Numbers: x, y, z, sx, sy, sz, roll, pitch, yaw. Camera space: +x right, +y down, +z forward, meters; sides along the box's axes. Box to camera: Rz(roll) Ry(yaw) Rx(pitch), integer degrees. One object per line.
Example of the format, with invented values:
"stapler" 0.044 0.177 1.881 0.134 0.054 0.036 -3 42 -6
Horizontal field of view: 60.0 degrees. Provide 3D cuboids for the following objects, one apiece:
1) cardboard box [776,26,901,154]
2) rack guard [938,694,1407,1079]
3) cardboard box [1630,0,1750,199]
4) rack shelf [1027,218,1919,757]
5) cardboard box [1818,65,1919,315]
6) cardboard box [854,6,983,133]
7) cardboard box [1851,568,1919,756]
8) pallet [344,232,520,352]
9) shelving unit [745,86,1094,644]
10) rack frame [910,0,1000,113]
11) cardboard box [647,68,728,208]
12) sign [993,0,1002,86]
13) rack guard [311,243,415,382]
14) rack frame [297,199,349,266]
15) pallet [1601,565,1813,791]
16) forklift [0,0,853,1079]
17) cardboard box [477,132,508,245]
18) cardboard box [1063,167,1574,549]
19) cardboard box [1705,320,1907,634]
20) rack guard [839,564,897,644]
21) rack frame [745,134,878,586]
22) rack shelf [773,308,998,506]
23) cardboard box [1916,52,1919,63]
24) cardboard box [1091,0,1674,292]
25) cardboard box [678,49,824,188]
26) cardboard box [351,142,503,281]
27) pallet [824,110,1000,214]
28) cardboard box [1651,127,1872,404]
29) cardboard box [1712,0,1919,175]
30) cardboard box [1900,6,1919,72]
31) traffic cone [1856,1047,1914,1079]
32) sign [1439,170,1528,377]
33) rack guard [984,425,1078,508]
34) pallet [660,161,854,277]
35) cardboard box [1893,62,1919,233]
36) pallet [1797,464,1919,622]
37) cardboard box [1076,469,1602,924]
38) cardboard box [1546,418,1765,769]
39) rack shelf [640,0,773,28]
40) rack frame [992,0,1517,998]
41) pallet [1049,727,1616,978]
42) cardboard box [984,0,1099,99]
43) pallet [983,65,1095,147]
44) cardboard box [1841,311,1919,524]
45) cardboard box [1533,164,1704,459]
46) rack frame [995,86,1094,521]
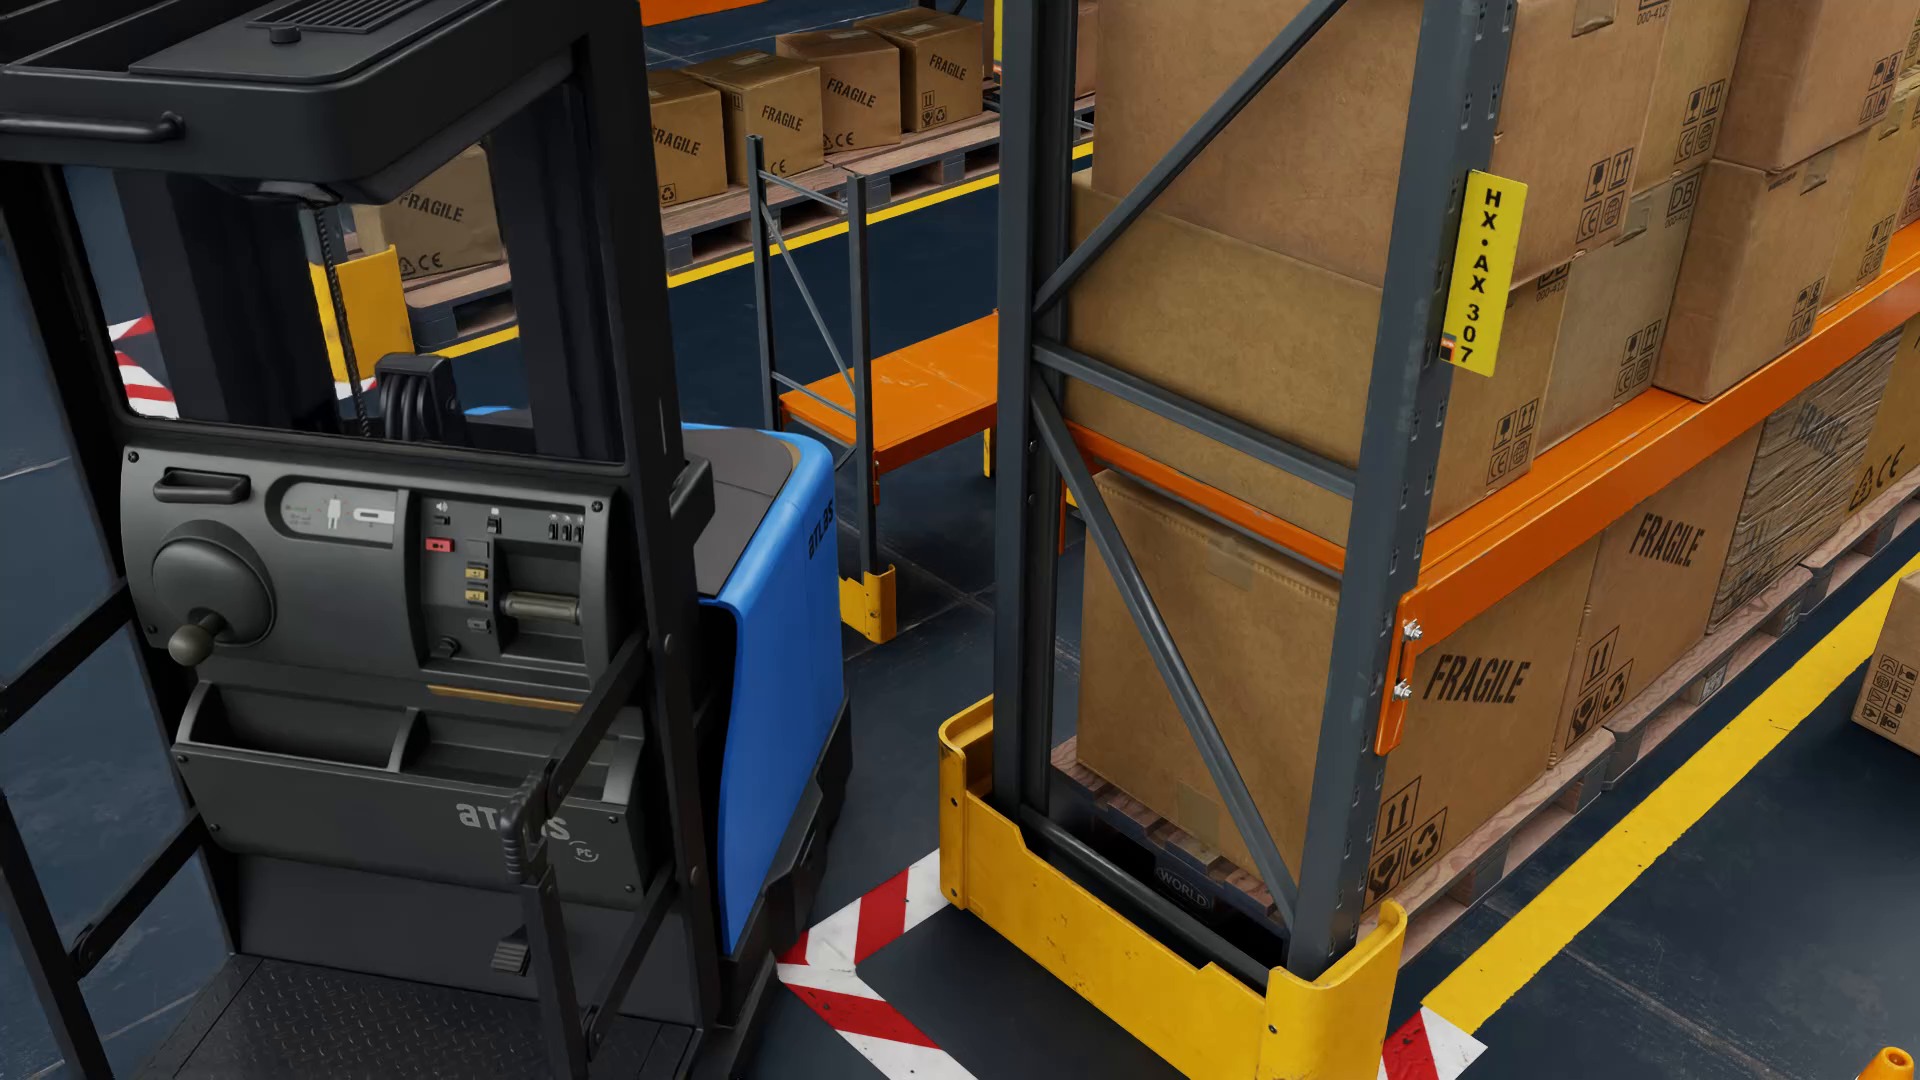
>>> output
"cardboard box" -0.639 -2.367 8.739 0.500 0.500 0.500 -13 34 -21
"rack guard" 0.444 0.840 3.897 0.348 0.500 1.175 -26 40 -35
"cardboard box" 1.101 -1.107 3.506 0.550 0.550 0.875 -26 40 -35
"rack shelf" 1.929 -0.637 4.606 4.000 0.370 1.077 -26 40 -35
"cardboard box" 1.948 -1.006 4.375 0.500 0.550 0.875 -26 40 -35
"cardboard box" -0.224 -2.573 9.076 0.500 0.500 0.500 -27 41 -37
"cardboard box" 2.955 0.355 4.688 0.500 0.500 0.500 -19 36 -28
"pallet" -2.161 -1.280 7.641 1.213 0.211 1.003 -26 40 -35
"shelving unit" -0.056 -0.613 5.315 1.083 1.500 0.587 -26 40 -35
"rack frame" 0.097 -3.587 8.740 0.127 3.000 1.000 -26 40 -35
"cardboard box" -1.480 -1.936 8.034 0.500 0.500 0.500 -22 38 -31
"sign" 0.103 -1.042 3.242 0.005 0.325 0.100 -26 40 -35
"rack guard" -2.781 -1.129 7.116 0.348 0.500 1.175 -26 40 -35
"rack frame" -2.836 -2.168 6.420 0.127 3.000 1.000 -26 40 -35
"pallet" 1.889 0.211 5.203 1.213 0.211 1.003 -26 40 -35
"forklift" -1.095 0.108 2.763 1.130 2.935 3.031 6 32 10
"cardboard box" -1.952 -1.721 7.683 0.500 0.500 0.500 -15 35 -23
"cardboard box" 0.703 -0.448 3.463 0.550 0.550 0.875 -26 40 -35
"cardboard box" 2.228 -0.409 5.177 0.875 0.875 0.875 -25 40 -35
"rack guard" -0.421 0.097 5.352 0.087 0.250 0.587 -26 40 -35
"rack frame" -0.435 -0.429 5.014 0.032 1.500 0.500 -26 40 -35
"rack shelf" -0.063 -0.456 5.403 1.000 0.185 0.538 -26 40 -35
"cardboard box" 2.287 -1.682 4.447 0.550 0.550 0.875 -26 40 -35
"cardboard box" 0.760 -0.876 3.129 0.550 0.550 0.875 -26 40 -35
"cardboard box" -1.040 -2.117 8.330 0.500 0.500 0.500 25 39 35
"cardboard box" -2.367 -1.496 7.315 0.500 0.500 0.500 -18 36 -27
"pallet" -0.372 -2.145 9.056 1.213 0.211 1.003 -26 40 -35
"cardboard box" 1.588 -0.802 4.042 0.550 0.550 0.875 -26 40 -35
"cardboard box" 1.604 -1.253 3.745 0.550 0.550 0.875 -26 40 -35
"cardboard box" 1.904 -1.491 4.134 0.500 0.550 0.875 -26 40 -35
"traffic cone" 1.817 1.202 3.340 0.334 0.463 0.336 -26 40 -35
"sign" 0.835 -0.423 2.661 0.005 0.325 0.100 -26 40 -35
"rack guard" 0.309 -0.256 5.929 0.087 0.250 0.587 -26 40 -35
"pallet" -1.267 -1.711 8.345 1.213 0.211 1.003 -26 40 -35
"cardboard box" 2.269 -1.232 4.746 0.550 0.550 0.875 -26 40 -35
"pallet" 2.784 -0.224 5.914 1.213 0.211 1.003 -26 40 -35
"cardboard box" 0.914 0.227 4.138 0.875 0.875 0.875 -26 40 -35
"cardboard box" 1.558 -0.086 4.650 0.875 0.875 0.875 -27 40 -36
"rack shelf" -1.370 -2.571 7.768 4.000 0.370 1.077 -26 40 -35
"rack frame" 0.462 -0.235 3.259 0.127 3.000 1.000 -26 40 -35
"pallet" 0.995 0.641 4.499 1.213 0.211 1.003 -26 40 -35
"cardboard box" 0.562 -2.918 9.621 0.700 0.500 0.500 26 40 35
"pallet" 0.667 -2.674 9.920 1.213 0.211 1.003 -26 40 -35
"cardboard box" 2.886 -0.730 5.703 0.875 0.875 0.875 -25 39 -35
"cardboard box" 1.092 -0.651 3.796 0.550 0.550 0.875 -26 40 -35
"rack frame" 0.310 -0.790 5.604 0.032 1.500 0.500 -26 40 -35
